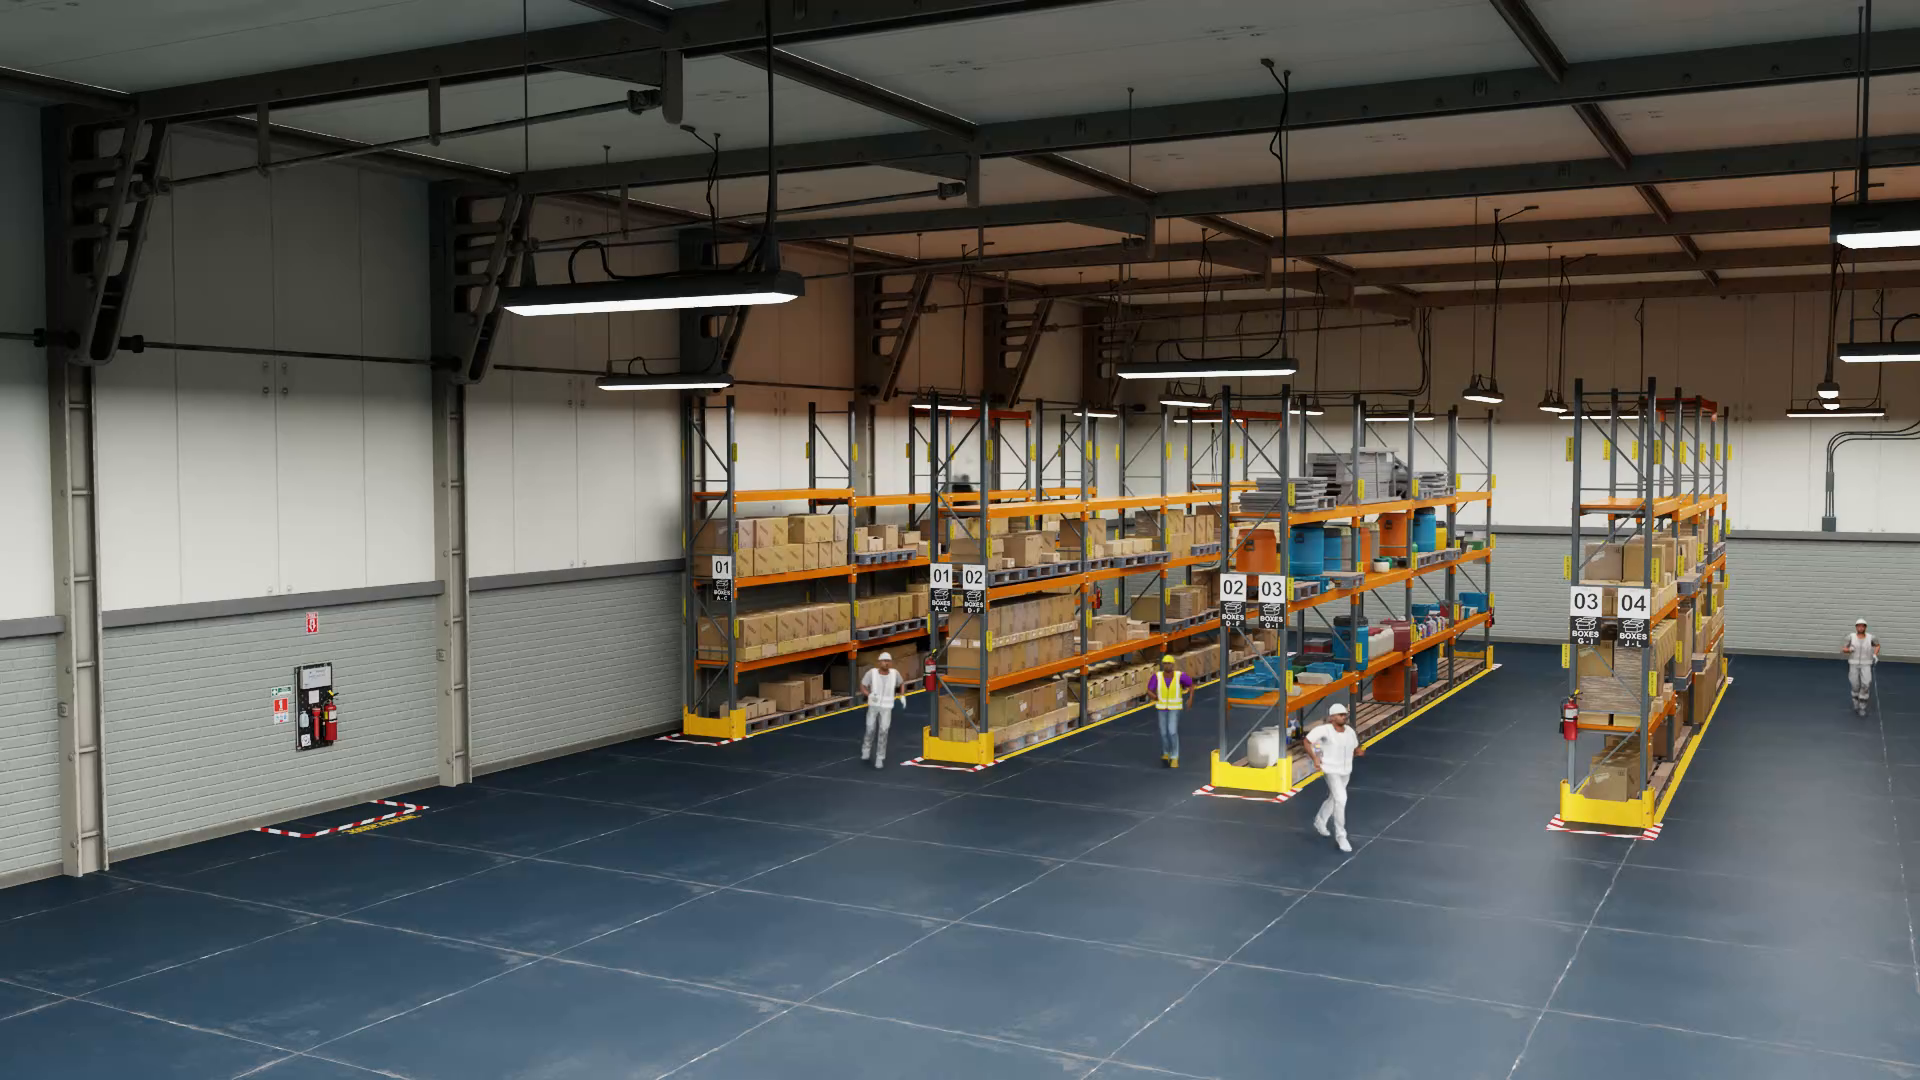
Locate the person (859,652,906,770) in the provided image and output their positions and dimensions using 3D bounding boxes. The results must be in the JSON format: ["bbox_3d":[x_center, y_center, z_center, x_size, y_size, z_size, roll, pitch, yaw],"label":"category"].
[{"bbox_3d":[-1.239,2.709,26.638,0.750,1.816,0.814,0,3,-6],"label":"person"}]

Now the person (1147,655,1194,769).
[{"bbox_3d":[3.338,2.744,26.511,0.726,1.840,0.744,1,3,18],"label":"person"}]

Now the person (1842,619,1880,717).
[{"bbox_3d":[17.169,2.415,31.717,0.639,1.819,0.828,2,3,30],"label":"person"}]

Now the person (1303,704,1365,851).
[{"bbox_3d":[4.803,2.998,21.266,0.679,1.828,0.816,-2,3,-31],"label":"person"}]
